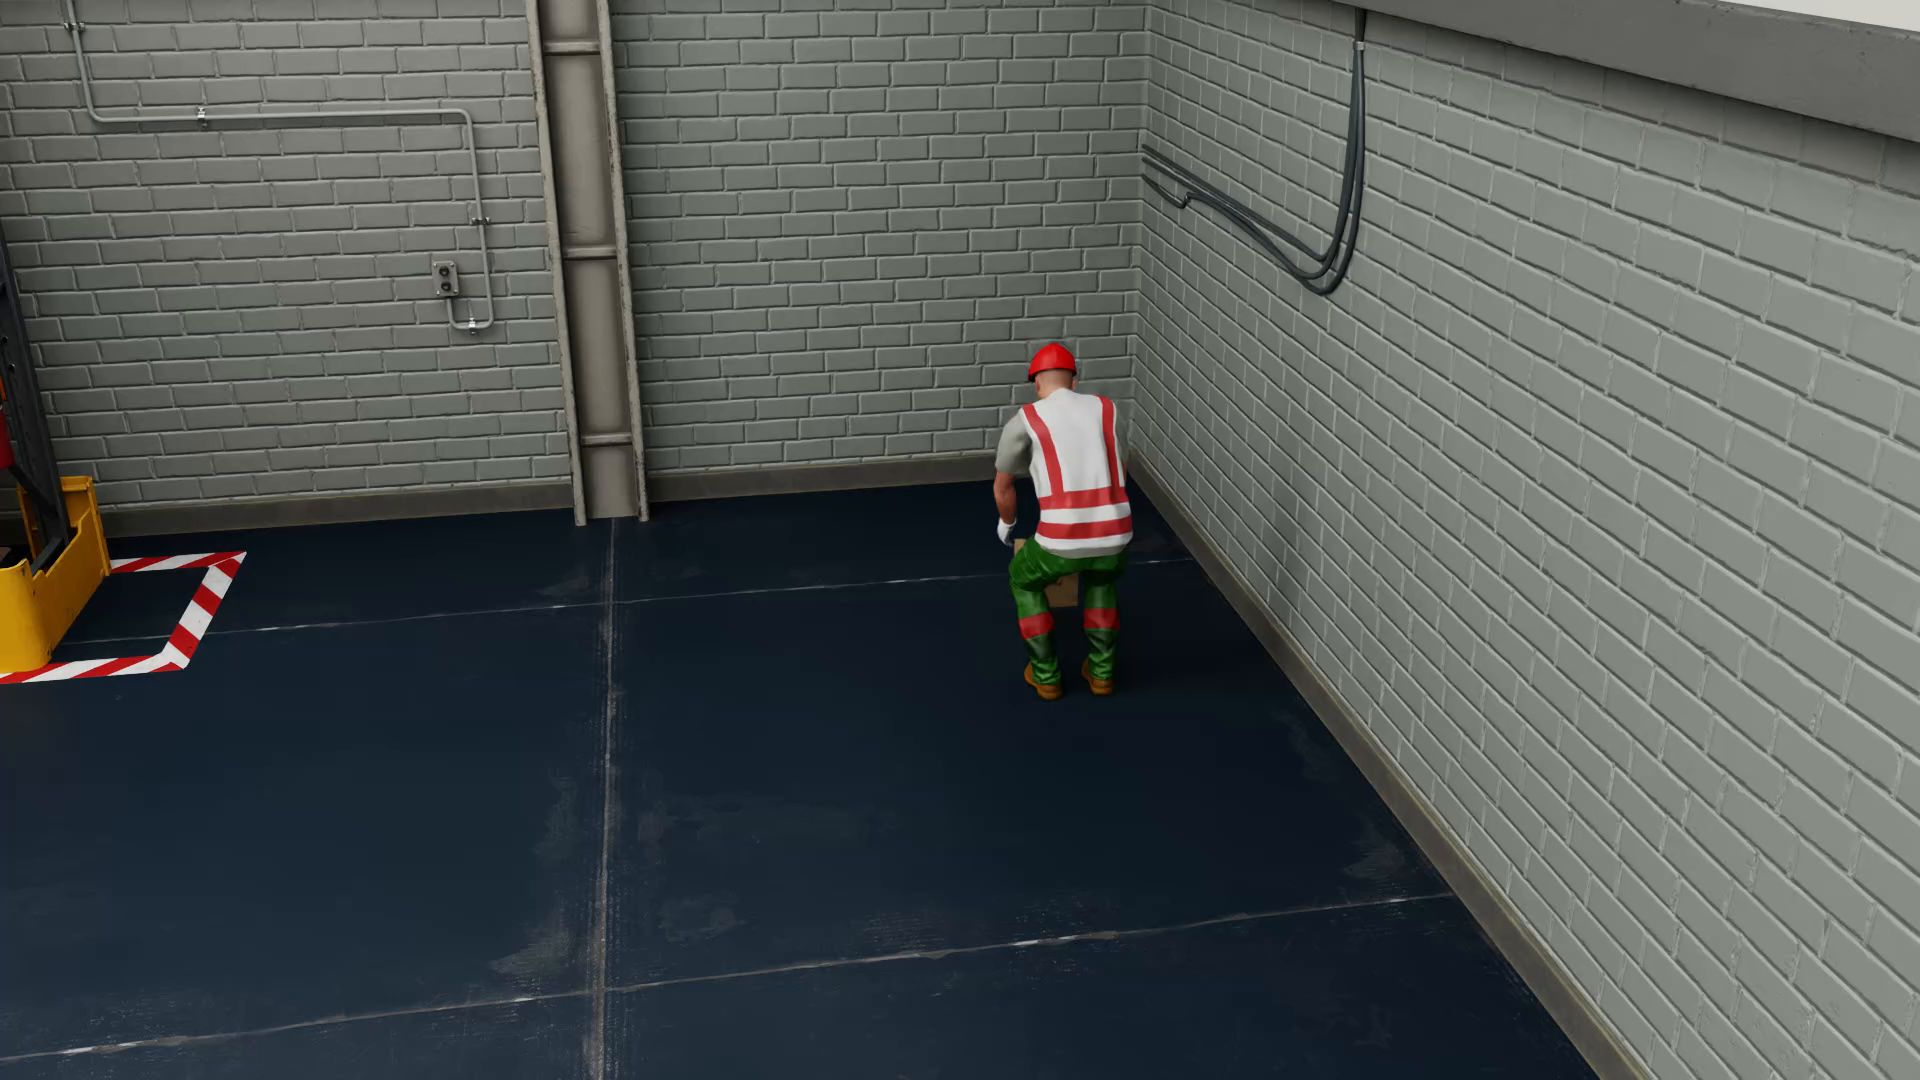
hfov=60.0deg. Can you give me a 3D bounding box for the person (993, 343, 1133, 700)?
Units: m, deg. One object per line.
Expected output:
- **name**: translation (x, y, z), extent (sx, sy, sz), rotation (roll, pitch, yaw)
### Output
- **person**: translation (0.440, -0.061, 7.114), extent (0.582, 1.472, 0.730), rotation (-4, 23, -10)
